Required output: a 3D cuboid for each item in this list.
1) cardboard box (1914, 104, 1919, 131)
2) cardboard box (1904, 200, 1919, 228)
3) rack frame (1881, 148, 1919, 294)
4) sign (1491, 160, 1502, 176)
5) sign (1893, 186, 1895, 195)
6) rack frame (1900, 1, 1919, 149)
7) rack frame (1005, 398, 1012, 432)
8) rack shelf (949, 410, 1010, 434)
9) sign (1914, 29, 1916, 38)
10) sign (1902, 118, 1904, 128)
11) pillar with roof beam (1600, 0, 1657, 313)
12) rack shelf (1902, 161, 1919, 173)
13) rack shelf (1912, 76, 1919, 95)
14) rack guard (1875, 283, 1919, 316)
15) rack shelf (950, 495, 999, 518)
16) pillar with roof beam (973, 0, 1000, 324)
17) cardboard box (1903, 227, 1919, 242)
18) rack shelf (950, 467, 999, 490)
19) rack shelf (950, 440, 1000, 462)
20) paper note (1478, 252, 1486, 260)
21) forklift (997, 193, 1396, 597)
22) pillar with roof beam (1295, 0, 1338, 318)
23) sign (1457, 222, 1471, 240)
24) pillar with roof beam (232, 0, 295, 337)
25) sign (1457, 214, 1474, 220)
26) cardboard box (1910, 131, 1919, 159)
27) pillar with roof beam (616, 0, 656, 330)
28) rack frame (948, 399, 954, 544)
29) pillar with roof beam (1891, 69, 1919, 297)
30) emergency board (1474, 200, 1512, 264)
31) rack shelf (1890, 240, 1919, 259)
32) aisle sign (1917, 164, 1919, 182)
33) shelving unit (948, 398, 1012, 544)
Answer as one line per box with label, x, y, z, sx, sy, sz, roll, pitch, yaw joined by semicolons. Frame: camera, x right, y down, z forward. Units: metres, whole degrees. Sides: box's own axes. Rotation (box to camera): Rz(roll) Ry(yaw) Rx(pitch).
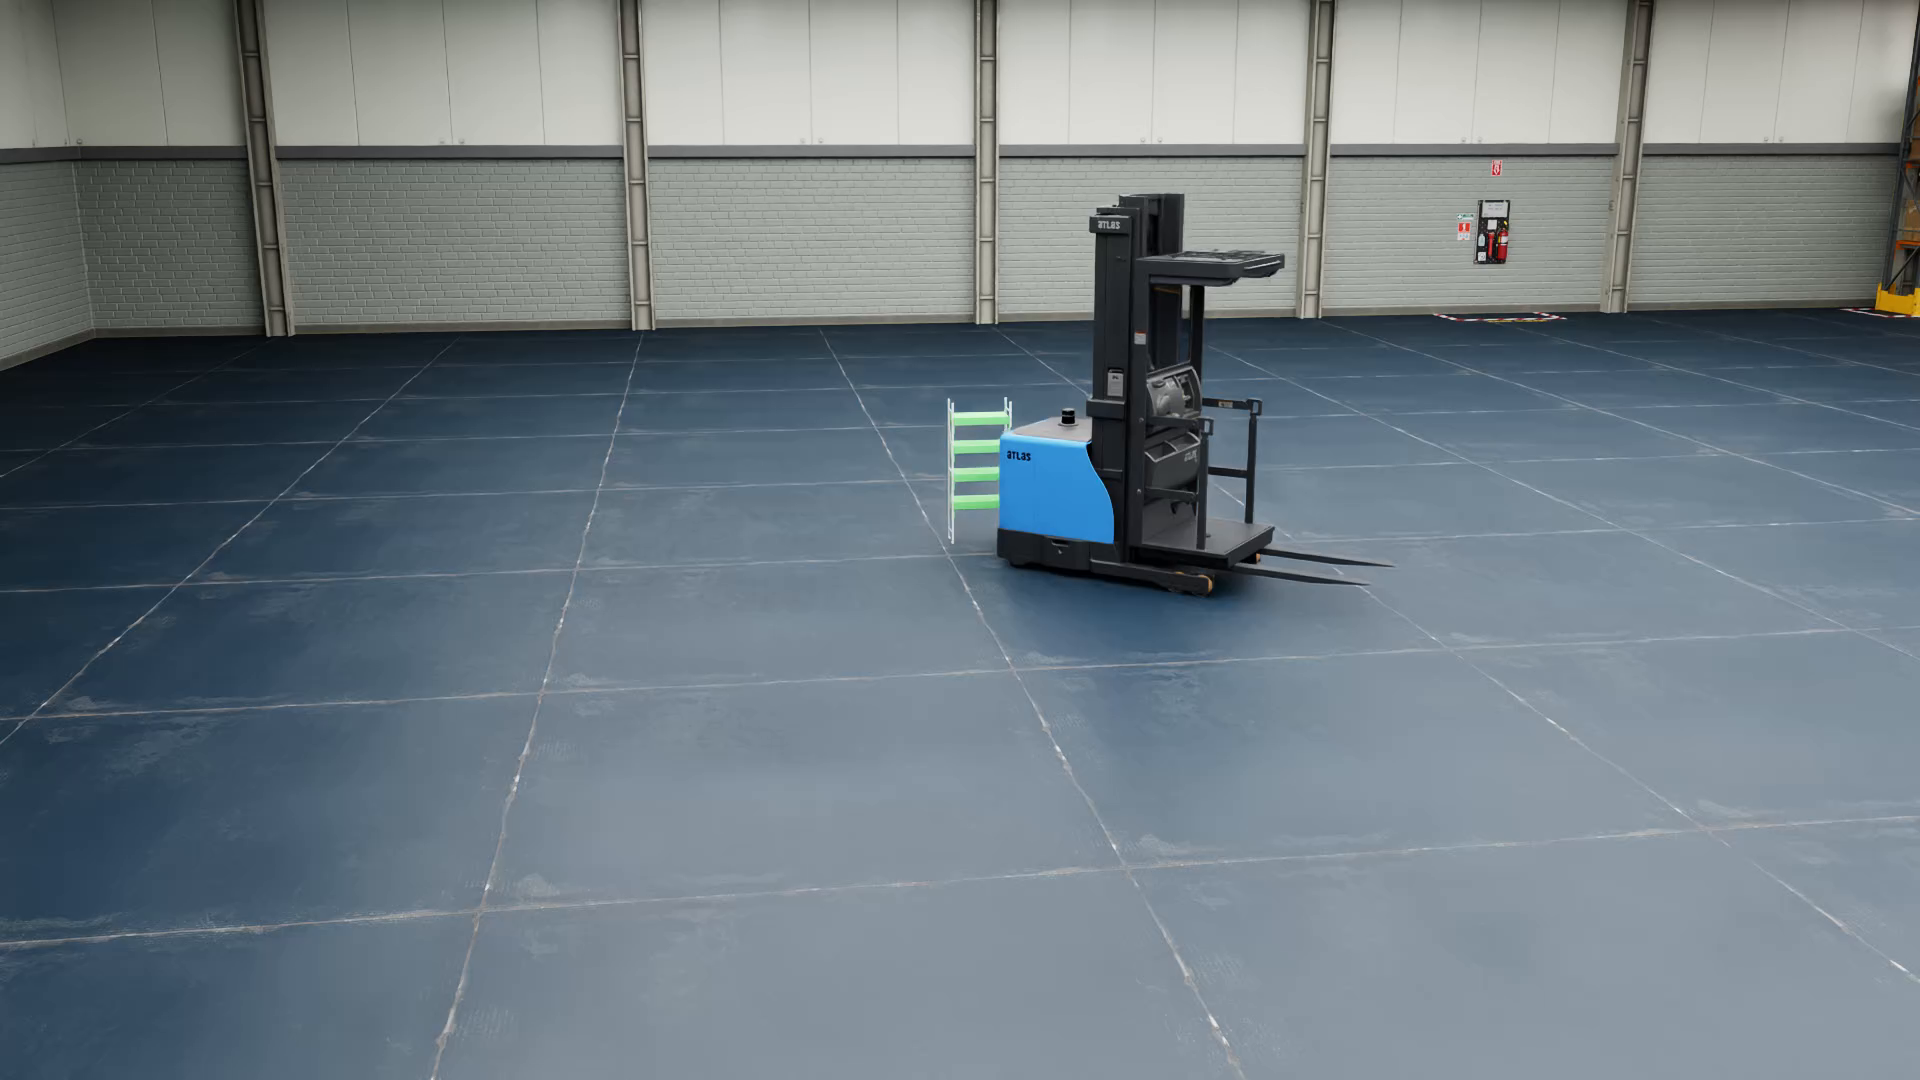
cardboard box;18.082;-7.824;30.783;0.500;0.500;0.500;-1;14;-6
cardboard box;18.129;-6.116;31.168;0.500;0.500;0.500;-2;14;-9
rack frame;17.695;-5.747;30.971;0.127;3.000;1.000;-2;14;-8
sign;9.853;-6.831;30.527;0.199;0.298;0.001;-2;14;-8
sign;17.632;-6.596;31.327;0.005;0.325;0.100;-2;14;-8
rack frame;17.695;-8.657;30.241;0.127;3.000;1.000;-2;14;-8
rack frame;0.405;-0.597;14.135;0.015;1.200;0.240;-2;14;-8
rack shelf;0.164;-0.992;13.999;0.480;0.148;0.258;-2;14;-8
sign;17.632;-9.321;30.644;0.005;0.325;0.100;-2;14;-8
sign;17.632;-7.766;31.034;0.005;0.325;0.100;-2;14;-8
pillar with roof beam;12.967;-7.637;26.176;0.400;9.000;9.100;-2;14;-8
rack shelf;19.673;-6.925;30.983;4.000;0.370;1.077;-2;14;-8
rack shelf;19.673;-8.379;30.618;4.000;0.370;1.077;-2;14;-8
rack guard;17.770;-4.537;31.286;0.348;0.500;1.175;-2;14;-8
rack shelf;0.164;-0.293;14.174;0.480;0.148;0.258;-2;14;-8
pillar with roof beam;1.101;-7.202;24.442;0.400;9.000;9.100;-2;14;-8
cardboard box;18.128;-5.748;31.240;0.500;0.250;0.500;-2;14;-7
rack shelf;0.164;-0.526;14.115;0.480;0.148;0.258;-2;14;-8
rack shelf;0.164;-0.759;14.057;0.480;0.148;0.258;-2;14;-8
paper note;9.691;-5.266;30.862;0.142;0.148;0.016;-2;14;-8
forklift;1.830;-1.141;12.745;3.031;2.935;1.130;8;16;30
pillar with roof beam;7.034;-7.420;25.309;0.400;9.000;9.100;-2;14;-8
sign;9.314;-5.705;30.729;0.234;0.329;0.001;-2;14;-8
pillar with roof beam;-10.766;-6.768;22.708;0.400;9.000;9.100;-2;14;-8
sign;9.320;-5.960;30.657;0.331;0.109;0.001;-2;14;-8
cardboard box;18.070;-7.336;30.895;0.500;0.500;0.500;-1;14;-4
pillar with roof beam;-4.833;-6.985;23.575;0.400;9.000;9.100;-2;14;-8
rack frame;-0.078;-0.579;14.065;0.015;1.200;0.240;-2;14;-8
pillar with roof beam;18.900;-7.855;27.043;0.400;9.000;9.100;-2;14;-8
emergency board;9.876;-5.683;30.714;0.643;1.169;0.194;-2;14;-8
rack shelf;19.673;-5.471;31.348;4.000;0.370;1.077;-2;14;-8
aisle sign;17.669;-6.933;30.357;0.004;0.787;0.394;-2;14;-8
shelving unit;0.164;-0.588;14.100;0.503;1.200;0.258;-2;14;-8
